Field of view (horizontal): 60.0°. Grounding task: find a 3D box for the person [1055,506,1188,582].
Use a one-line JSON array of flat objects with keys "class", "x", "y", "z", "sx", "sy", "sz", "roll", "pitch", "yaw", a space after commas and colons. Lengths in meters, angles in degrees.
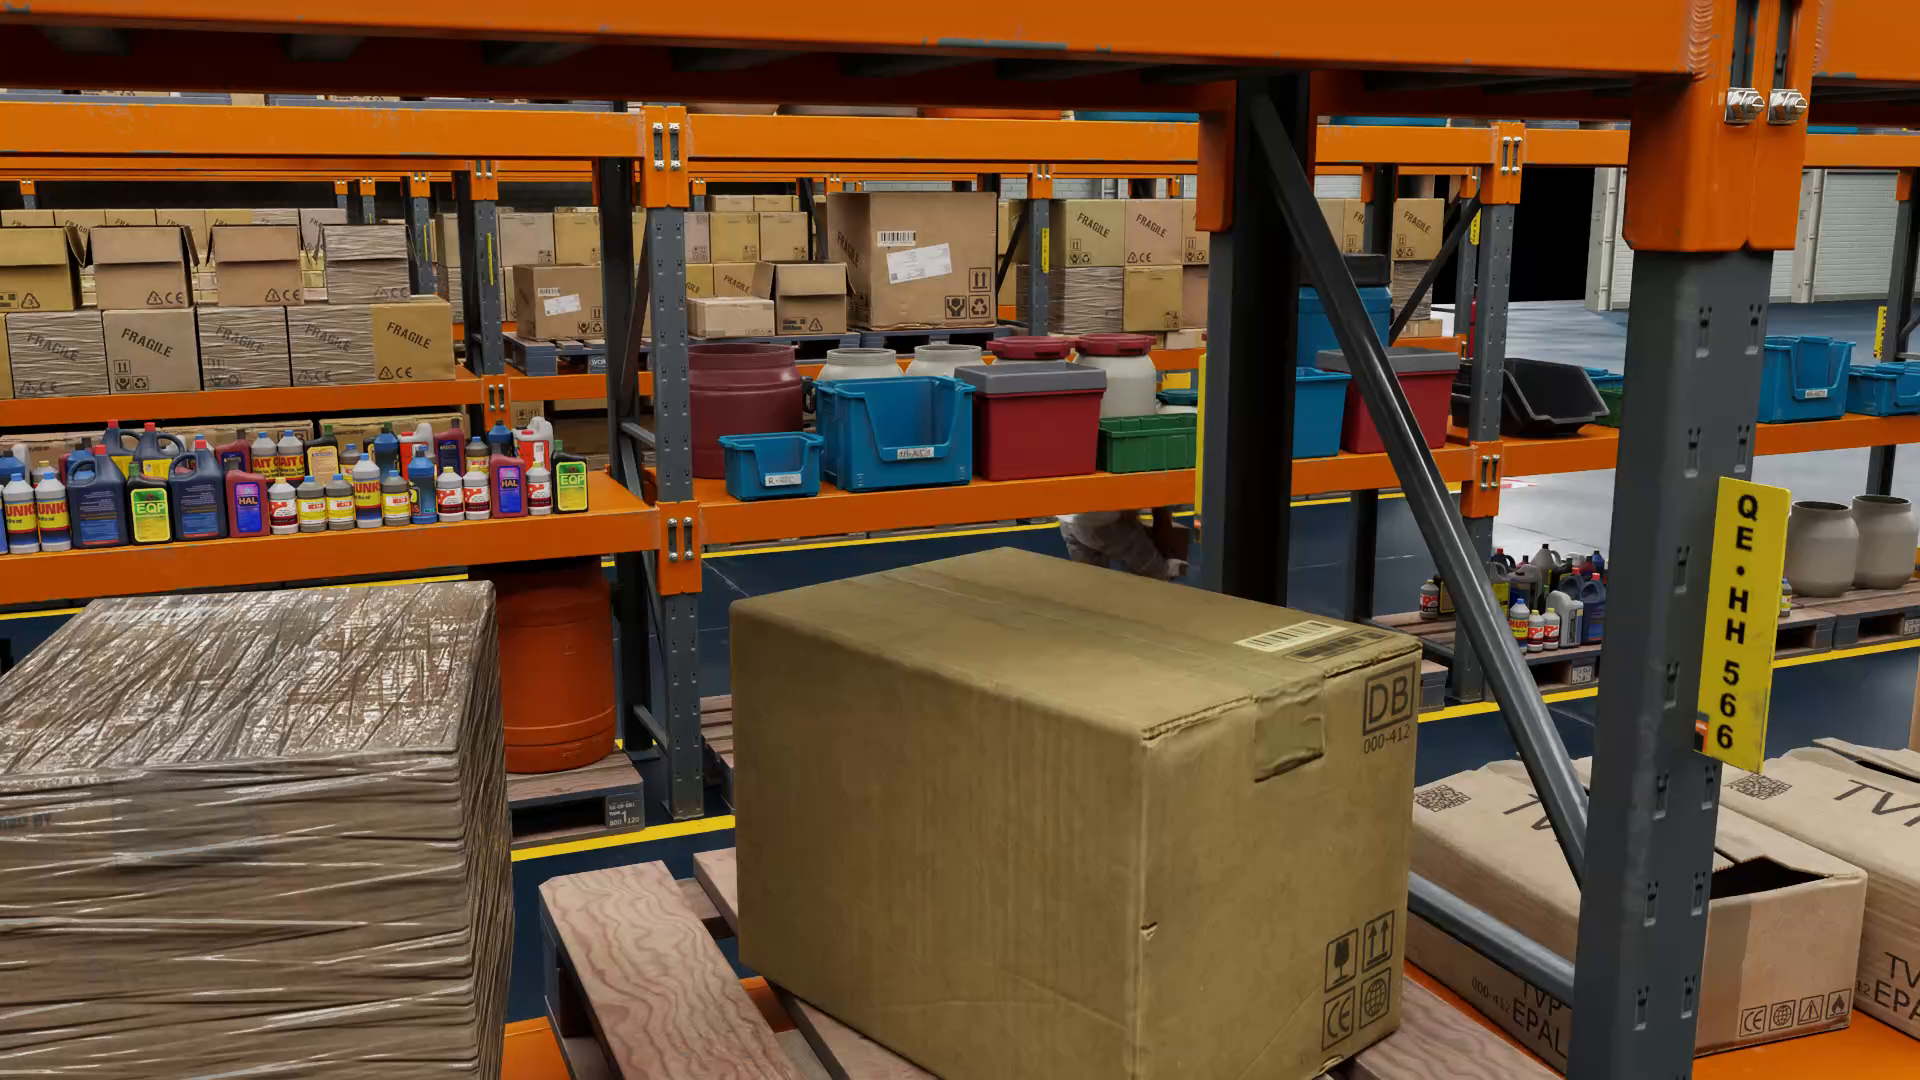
[{"class": "person", "x": 0.897, "y": 0.003, "z": 8.638, "sx": 0.862, "sy": 1.474, "sz": 0.505, "roll": -5, "pitch": 13, "yaw": -24}]
